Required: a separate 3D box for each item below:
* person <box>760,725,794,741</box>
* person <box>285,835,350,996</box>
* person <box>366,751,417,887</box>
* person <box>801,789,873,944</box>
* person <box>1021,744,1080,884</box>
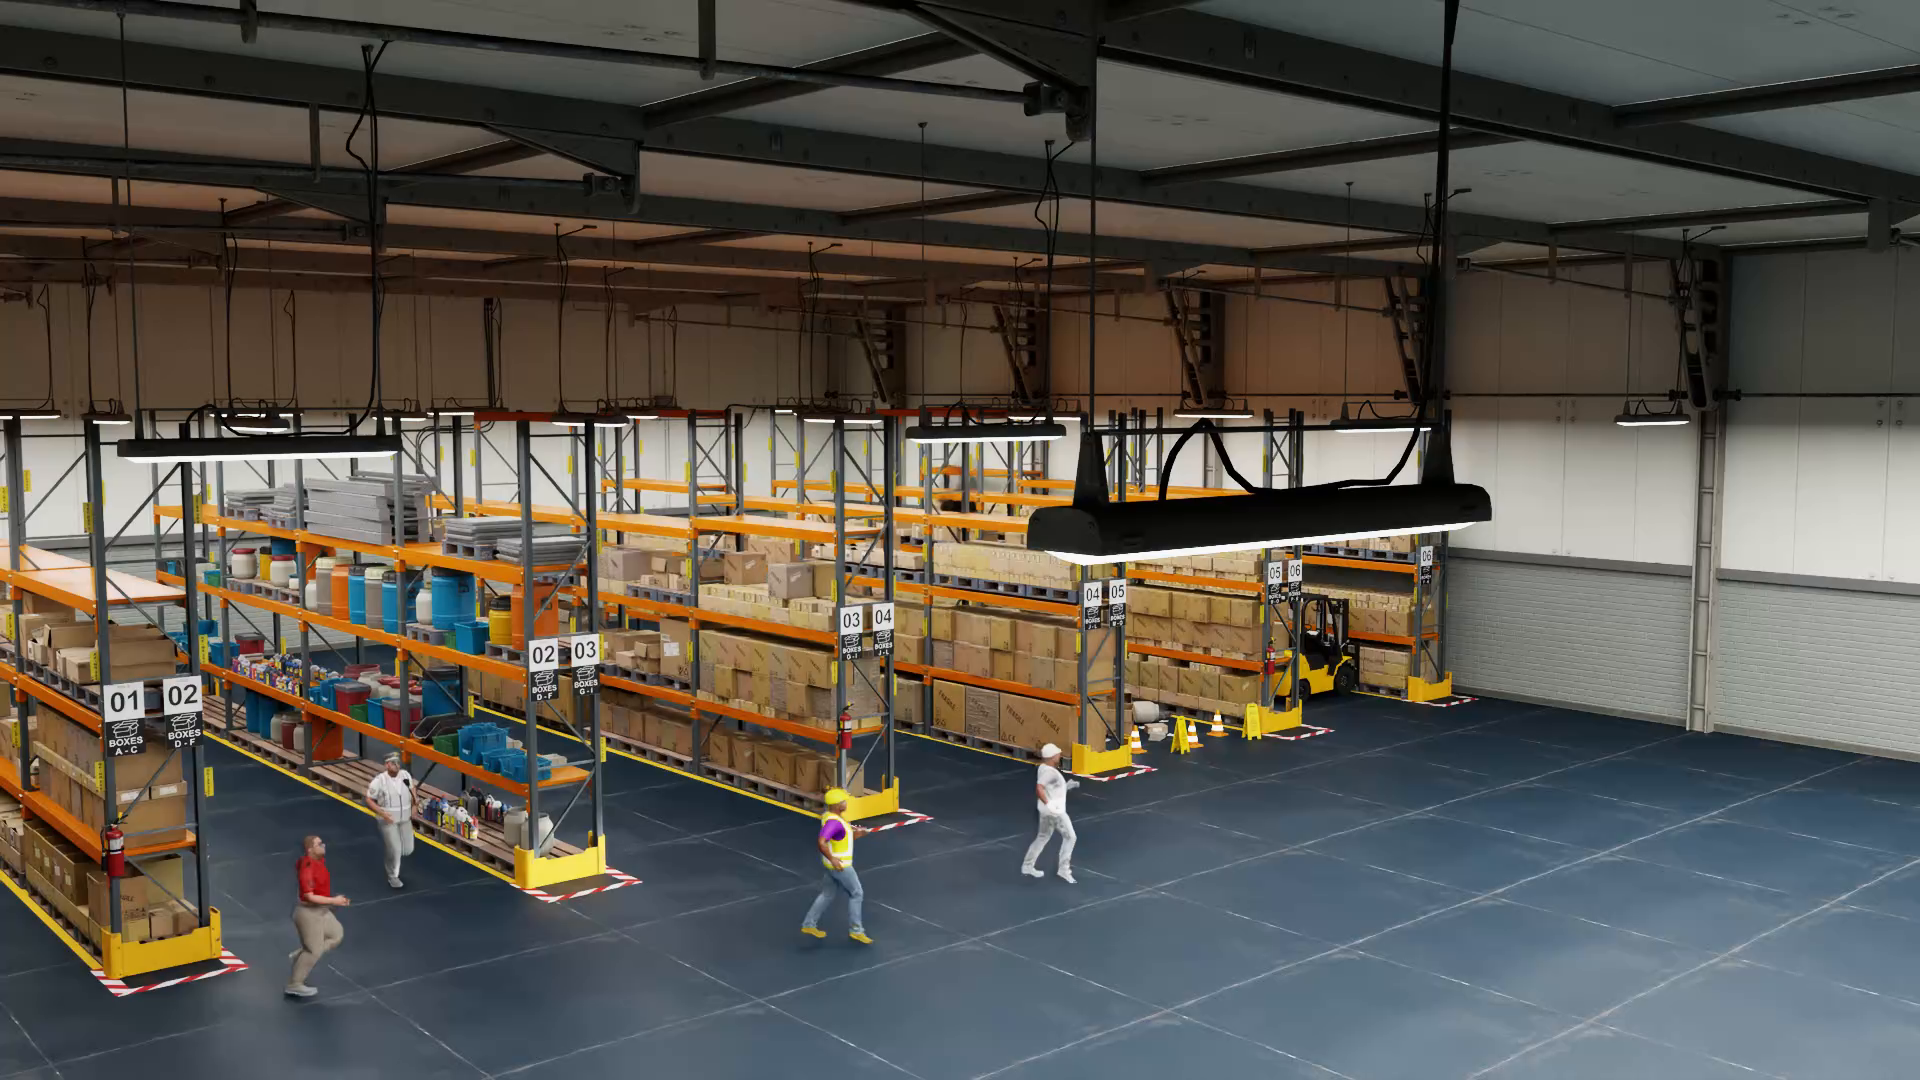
[{"bbox_3d":[-3.276,2.814,30.491,0.866,1.729,0.622,5,7,45],"label":"person"},{"bbox_3d":[-6.811,3.947,17.630,0.677,1.687,0.701,-1,5,-13],"label":"person"},{"bbox_3d":[-7.348,3.577,21.535,0.609,1.740,0.695,4,7,42],"label":"person"},{"bbox_3d":[-1.419,3.763,19.106,0.820,1.819,0.677,-2,5,-19],"label":"person"},{"bbox_3d":[1.190,3.551,21.528,0.781,1.847,0.660,-1,5,-15],"label":"person"}]
